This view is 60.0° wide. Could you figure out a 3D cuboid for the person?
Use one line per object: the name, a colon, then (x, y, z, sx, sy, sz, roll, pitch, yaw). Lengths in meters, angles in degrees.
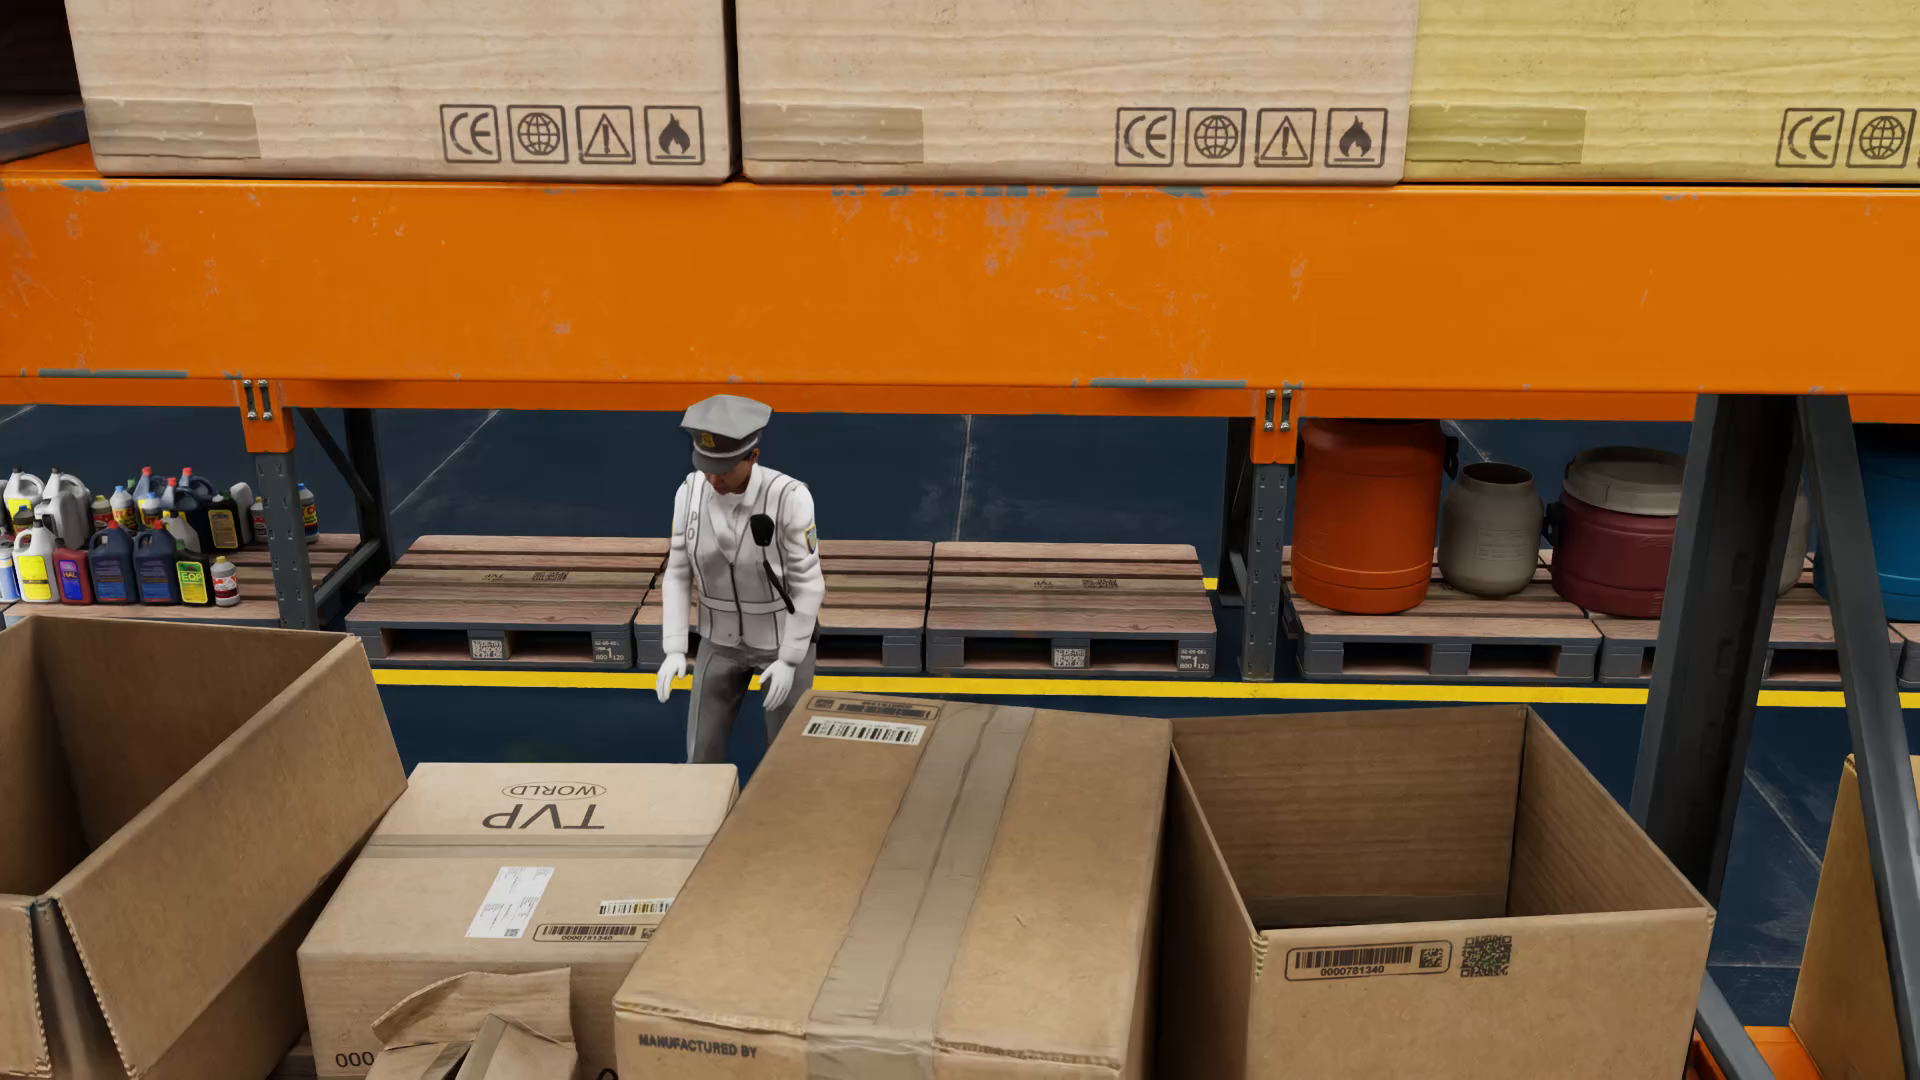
person: (-0.617, 0.360, 5.159, 0.468, 1.716, 0.354, 1, 21, 3)
